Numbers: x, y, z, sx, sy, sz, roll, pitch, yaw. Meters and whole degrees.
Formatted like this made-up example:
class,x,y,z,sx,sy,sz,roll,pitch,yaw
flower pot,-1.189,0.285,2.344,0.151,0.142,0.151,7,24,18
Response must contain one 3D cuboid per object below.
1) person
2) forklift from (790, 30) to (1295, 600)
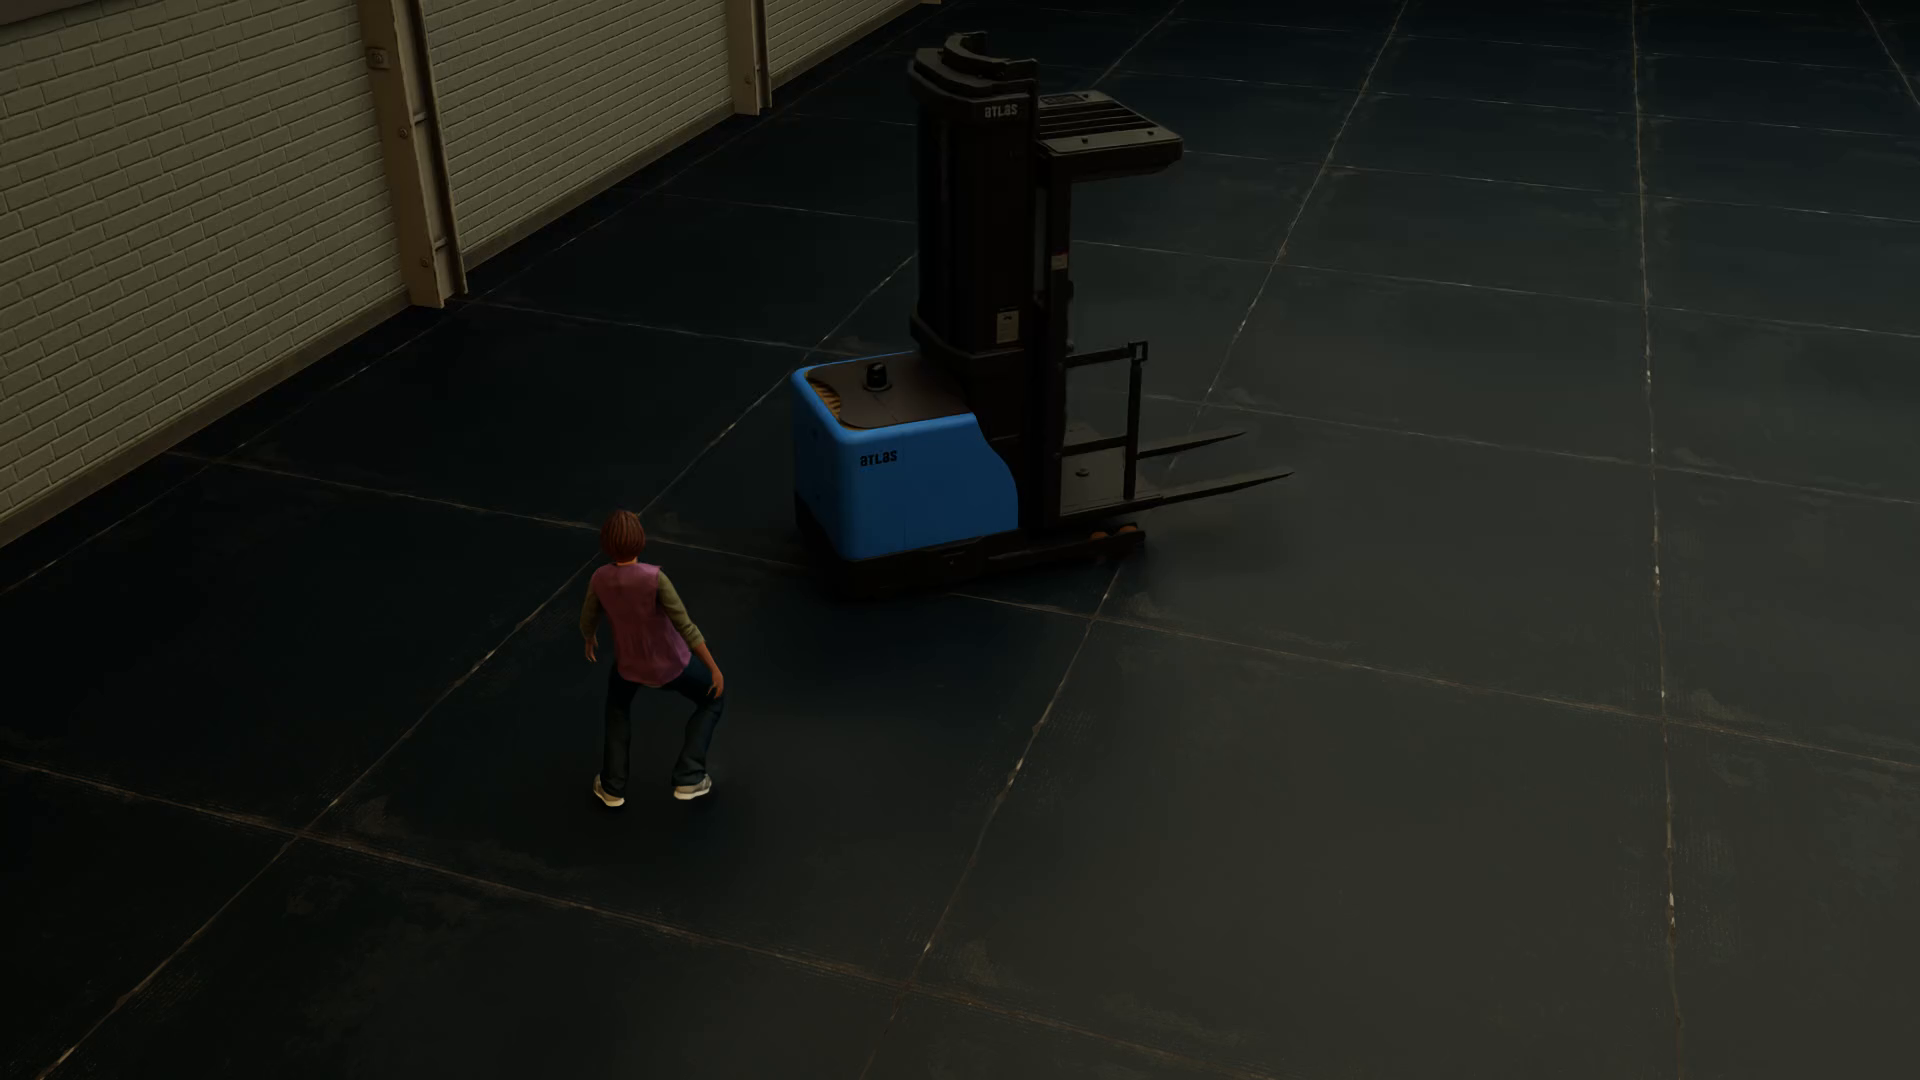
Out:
class,x,y,z,sx,sy,sz,roll,pitch,yaw
person,-1.411,0.547,7.628,0.764,1.512,0.459,9,31,16
forklift,0.567,-1.386,9.569,3.031,2.935,1.130,-11,32,-19
